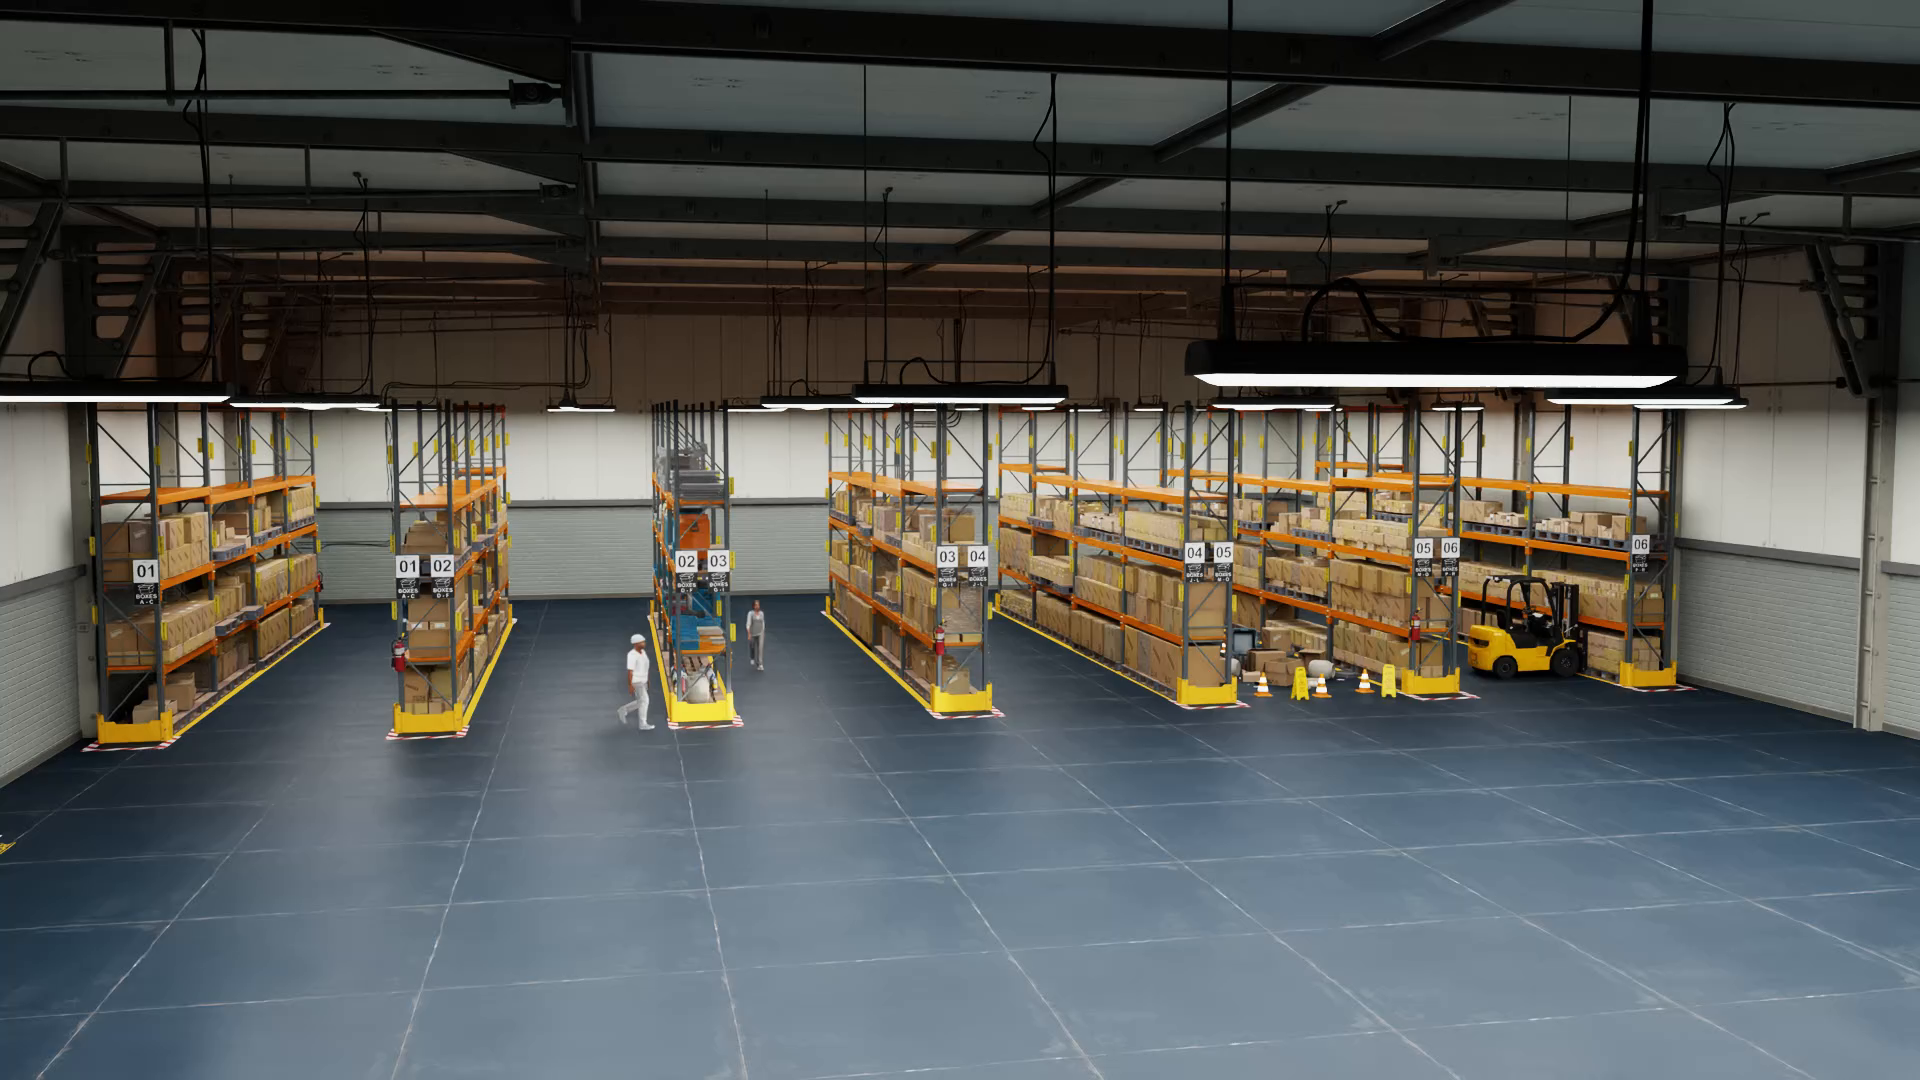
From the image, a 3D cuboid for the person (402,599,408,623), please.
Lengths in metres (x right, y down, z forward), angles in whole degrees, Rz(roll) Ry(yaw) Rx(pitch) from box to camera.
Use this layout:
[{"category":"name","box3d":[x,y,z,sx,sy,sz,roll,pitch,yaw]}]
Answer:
[{"category":"person","box3d":[-15.213,1.475,45.840,0.422,1.562,0.768,-1,4,-13]}]

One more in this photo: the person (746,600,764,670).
[{"category":"person","box3d":[-4.599,2.123,37.396,0.428,1.535,0.994,-1,4,-13]}]

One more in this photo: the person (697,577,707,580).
[{"category":"person","box3d":[-7.665,1.170,48.772,1.006,1.750,0.506,-3,6,-39]}]

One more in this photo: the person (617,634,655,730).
[{"category":"person","box3d":[-5.902,2.571,30.258,0.806,1.734,0.601,1,4,14]}]
